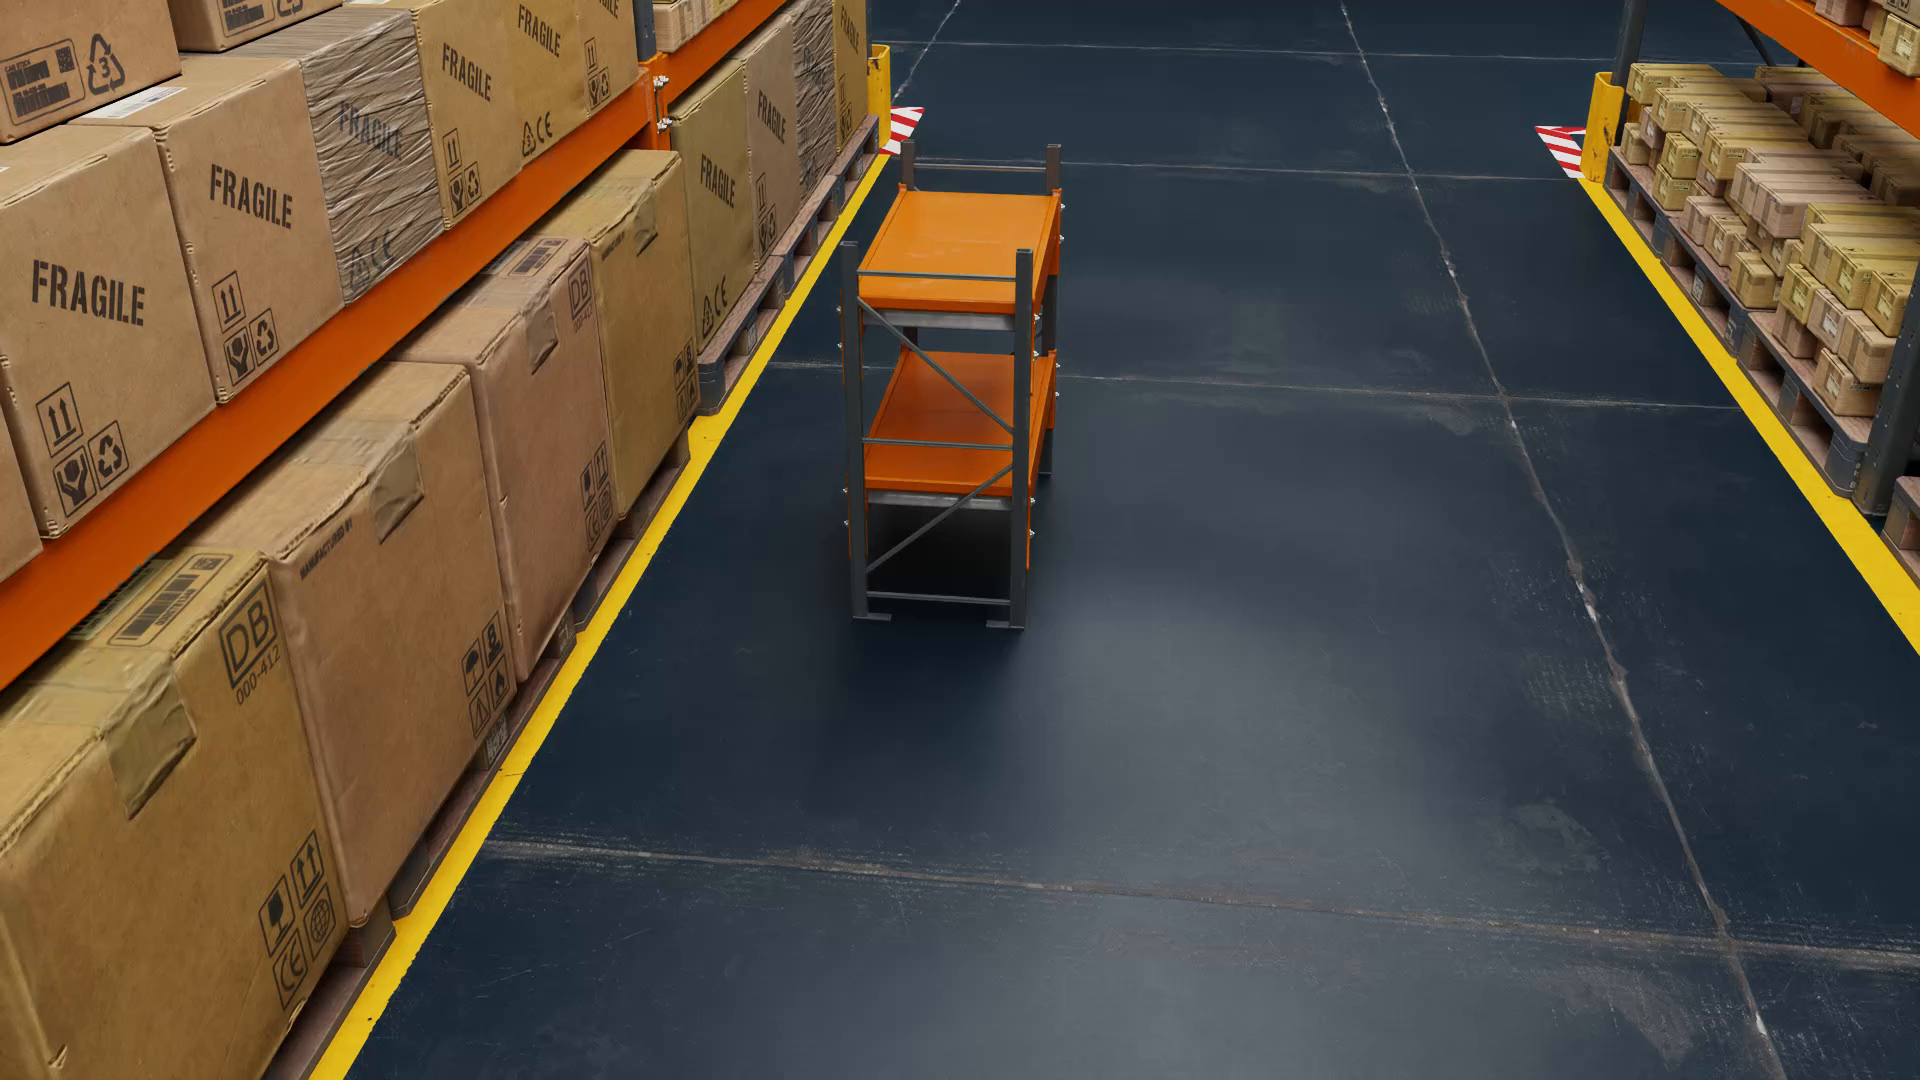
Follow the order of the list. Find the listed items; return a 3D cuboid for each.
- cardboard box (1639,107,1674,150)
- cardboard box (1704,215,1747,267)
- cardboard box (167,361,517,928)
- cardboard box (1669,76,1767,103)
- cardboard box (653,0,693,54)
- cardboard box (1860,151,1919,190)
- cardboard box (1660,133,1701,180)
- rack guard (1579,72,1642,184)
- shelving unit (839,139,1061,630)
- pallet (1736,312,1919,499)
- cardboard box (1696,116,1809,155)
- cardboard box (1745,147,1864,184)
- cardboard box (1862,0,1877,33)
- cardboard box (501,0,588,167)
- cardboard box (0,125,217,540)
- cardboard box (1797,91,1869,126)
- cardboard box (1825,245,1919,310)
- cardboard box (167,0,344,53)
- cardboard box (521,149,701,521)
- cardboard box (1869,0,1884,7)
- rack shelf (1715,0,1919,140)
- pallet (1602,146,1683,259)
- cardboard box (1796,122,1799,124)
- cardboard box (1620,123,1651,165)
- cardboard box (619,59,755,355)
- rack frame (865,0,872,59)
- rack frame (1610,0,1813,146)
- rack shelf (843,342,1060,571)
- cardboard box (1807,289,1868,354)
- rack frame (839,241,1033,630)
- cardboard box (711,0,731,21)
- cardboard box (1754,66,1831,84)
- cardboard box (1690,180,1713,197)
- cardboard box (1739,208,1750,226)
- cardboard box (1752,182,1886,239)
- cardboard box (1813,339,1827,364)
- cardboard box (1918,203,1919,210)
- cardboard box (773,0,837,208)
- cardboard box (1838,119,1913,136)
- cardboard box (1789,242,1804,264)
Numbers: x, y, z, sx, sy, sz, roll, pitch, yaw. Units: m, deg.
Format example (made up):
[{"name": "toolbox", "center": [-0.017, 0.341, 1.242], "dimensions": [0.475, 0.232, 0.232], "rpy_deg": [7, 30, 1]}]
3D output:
[{"name": "cardboard box", "center": [3.509, -1.979, 8.011], "dimensions": [0.380, 0.149, 0.250], "rpy_deg": [3, 28, 6]}, {"name": "cardboard box", "center": [3.360, -1.249, 6.968], "dimensions": [0.380, 0.149, 0.250], "rpy_deg": [3, 28, 6]}, {"name": "cardboard box", "center": [-1.751, 0.162, 3.585], "dimensions": [1.225, 0.875, 0.875], "rpy_deg": [3, 29, 6]}, {"name": "cardboard box", "center": [3.602, -2.104, 7.929], "dimensions": [0.380, 0.149, 0.250], "rpy_deg": [4, 29, 7]}, {"name": "cardboard box", "center": [-1.116, -1.738, 5.579], "dimensions": [0.380, 0.149, 0.250], "rpy_deg": [3, 29, 6]}, {"name": "cardboard box", "center": [3.892, -1.469, 6.750], "dimensions": [0.380, 0.149, 0.250], "rpy_deg": [3, 29, 6]}, {"name": "cardboard box", "center": [3.428, -1.745, 7.575], "dimensions": [0.380, 0.149, 0.250], "rpy_deg": [4, 29, 8]}, {"name": "rack guard", "center": [3.908, -2.140, 8.695], "dimensions": [1.175, 0.500, 0.348], "rpy_deg": [3, 28, 6]}, {"name": "shelving unit", "center": [0.001, -0.498, 4.989], "dimensions": [0.538, 1.125, 1.048], "rpy_deg": [3, 28, 6]}, {"name": "pallet", "center": [3.475, -0.484, 5.925], "dimensions": [1.003, 0.211, 1.213], "rpy_deg": [3, 28, 6]}, {"name": "cardboard box", "center": [3.452, -1.741, 7.255], "dimensions": [0.380, 0.149, 0.250], "rpy_deg": [4, 29, 8]}, {"name": "cardboard box", "center": [3.439, -1.496, 6.800], "dimensions": [0.380, 0.149, 0.250], "rpy_deg": [3, 29, 6]}, {"name": "cardboard box", "center": [3.345, -1.798, 5.689], "dimensions": [0.380, 0.149, 0.250], "rpy_deg": [3, 28, 5]}, {"name": "cardboard box", "center": [-1.336, -1.304, 4.403], "dimensions": [0.500, 0.500, 0.500], "rpy_deg": [4, 29, 8]}, {"name": "cardboard box", "center": [-1.582, -0.346, 2.624], "dimensions": [0.500, 0.500, 0.500], "rpy_deg": [3, 28, 5]}, {"name": "cardboard box", "center": [4.111, -1.959, 7.660], "dimensions": [0.380, 0.149, 0.250], "rpy_deg": [3, 28, 5]}, {"name": "cardboard box", "center": [3.205, -0.890, 5.675], "dimensions": [0.380, 0.149, 0.250], "rpy_deg": [4, 29, 7]}, {"name": "cardboard box", "center": [-1.709, -1.298, 3.333], "dimensions": [0.797, 0.503, 0.637], "rpy_deg": [4, 29, 8]}, {"name": "cardboard box", "center": [-1.541, -0.676, 5.139], "dimensions": [1.225, 0.875, 0.875], "rpy_deg": [3, 29, 6]}, {"name": "cardboard box", "center": [3.271, -2.056, 5.486], "dimensions": [0.500, 0.500, 0.500], "rpy_deg": [3, 28, 5]}, {"name": "rack shelf", "center": [1.251, -2.810, 6.507], "dimensions": [5.958, 1.845, 4.006], "rpy_deg": [3, 28, 6]}, {"name": "pallet", "center": [3.774, -1.632, 8.057], "dimensions": [1.003, 0.211, 1.213], "rpy_deg": [3, 28, 6]}, {"name": "cardboard box", "center": [4.051, -1.952, 7.960], "dimensions": [0.380, 0.149, 0.250], "rpy_deg": [3, 28, 5]}, {"name": "cardboard box", "center": [3.536, -1.978, 8.321], "dimensions": [0.380, 0.149, 0.250], "rpy_deg": [4, 29, 7]}, {"name": "cardboard box", "center": [-1.322, -1.284, 6.269], "dimensions": [0.875, 0.875, 0.875], "rpy_deg": [3, 28, 6]}, {"name": "rack frame", "center": [-0.992, -3.612, 8.791], "dimensions": [1.000, 3.000, 0.127], "rpy_deg": [3, 28, 6]}, {"name": "rack frame", "center": [3.918, -3.276, 8.168], "dimensions": [1.000, 3.000, 0.127], "rpy_deg": [3, 28, 6]}, {"name": "rack shelf", "center": [0.001, -0.283, 5.105], "dimensions": [0.538, 0.278, 1.000], "rpy_deg": [3, 28, 6]}, {"name": "cardboard box", "center": [3.172, -0.749, 5.726], "dimensions": [0.380, 0.149, 0.250], "rpy_deg": [2, 28, 4]}, {"name": "rack frame", "center": [-0.061, -0.259, 4.545], "dimensions": [0.500, 1.125, 0.032], "rpy_deg": [3, 28, 6]}, {"name": "cardboard box", "center": [-1.052, -1.986, 6.038], "dimensions": [0.380, 0.149, 0.250], "rpy_deg": [4, 29, 8]}, {"name": "cardboard box", "center": [4.104, -2.204, 8.114], "dimensions": [0.380, 0.149, 0.250], "rpy_deg": [4, 29, 7]}, {"name": "cardboard box", "center": [3.485, -1.493, 7.421], "dimensions": [0.380, 0.149, 0.250], "rpy_deg": [3, 29, 6]}, {"name": "cardboard box", "center": [3.455, -1.357, 6.856], "dimensions": [0.380, 0.149, 0.250], "rpy_deg": [5, 29, 9]}, {"name": "cardboard box", "center": [3.279, -1.258, 6.358], "dimensions": [0.380, 0.149, 0.250], "rpy_deg": [2, 28, 4]}, {"name": "cardboard box", "center": [3.252, -0.645, 5.847], "dimensions": [0.380, 0.149, 0.250], "rpy_deg": [4, 29, 8]}, {"name": "cardboard box", "center": [3.872, -1.222, 6.292], "dimensions": [0.380, 0.149, 0.250], "rpy_deg": [4, 29, 7]}, {"name": "cardboard box", "center": [-1.103, -2.127, 7.833], "dimensions": [0.875, 0.875, 0.875], "rpy_deg": [3, 28, 6]}, {"name": "cardboard box", "center": [4.039, -1.712, 7.200], "dimensions": [0.380, 0.149, 0.250], "rpy_deg": [4, 29, 8]}, {"name": "cardboard box", "center": [3.315, -0.988, 6.171], "dimensions": [0.380, 0.149, 0.250], "rpy_deg": [4, 29, 7]}]
